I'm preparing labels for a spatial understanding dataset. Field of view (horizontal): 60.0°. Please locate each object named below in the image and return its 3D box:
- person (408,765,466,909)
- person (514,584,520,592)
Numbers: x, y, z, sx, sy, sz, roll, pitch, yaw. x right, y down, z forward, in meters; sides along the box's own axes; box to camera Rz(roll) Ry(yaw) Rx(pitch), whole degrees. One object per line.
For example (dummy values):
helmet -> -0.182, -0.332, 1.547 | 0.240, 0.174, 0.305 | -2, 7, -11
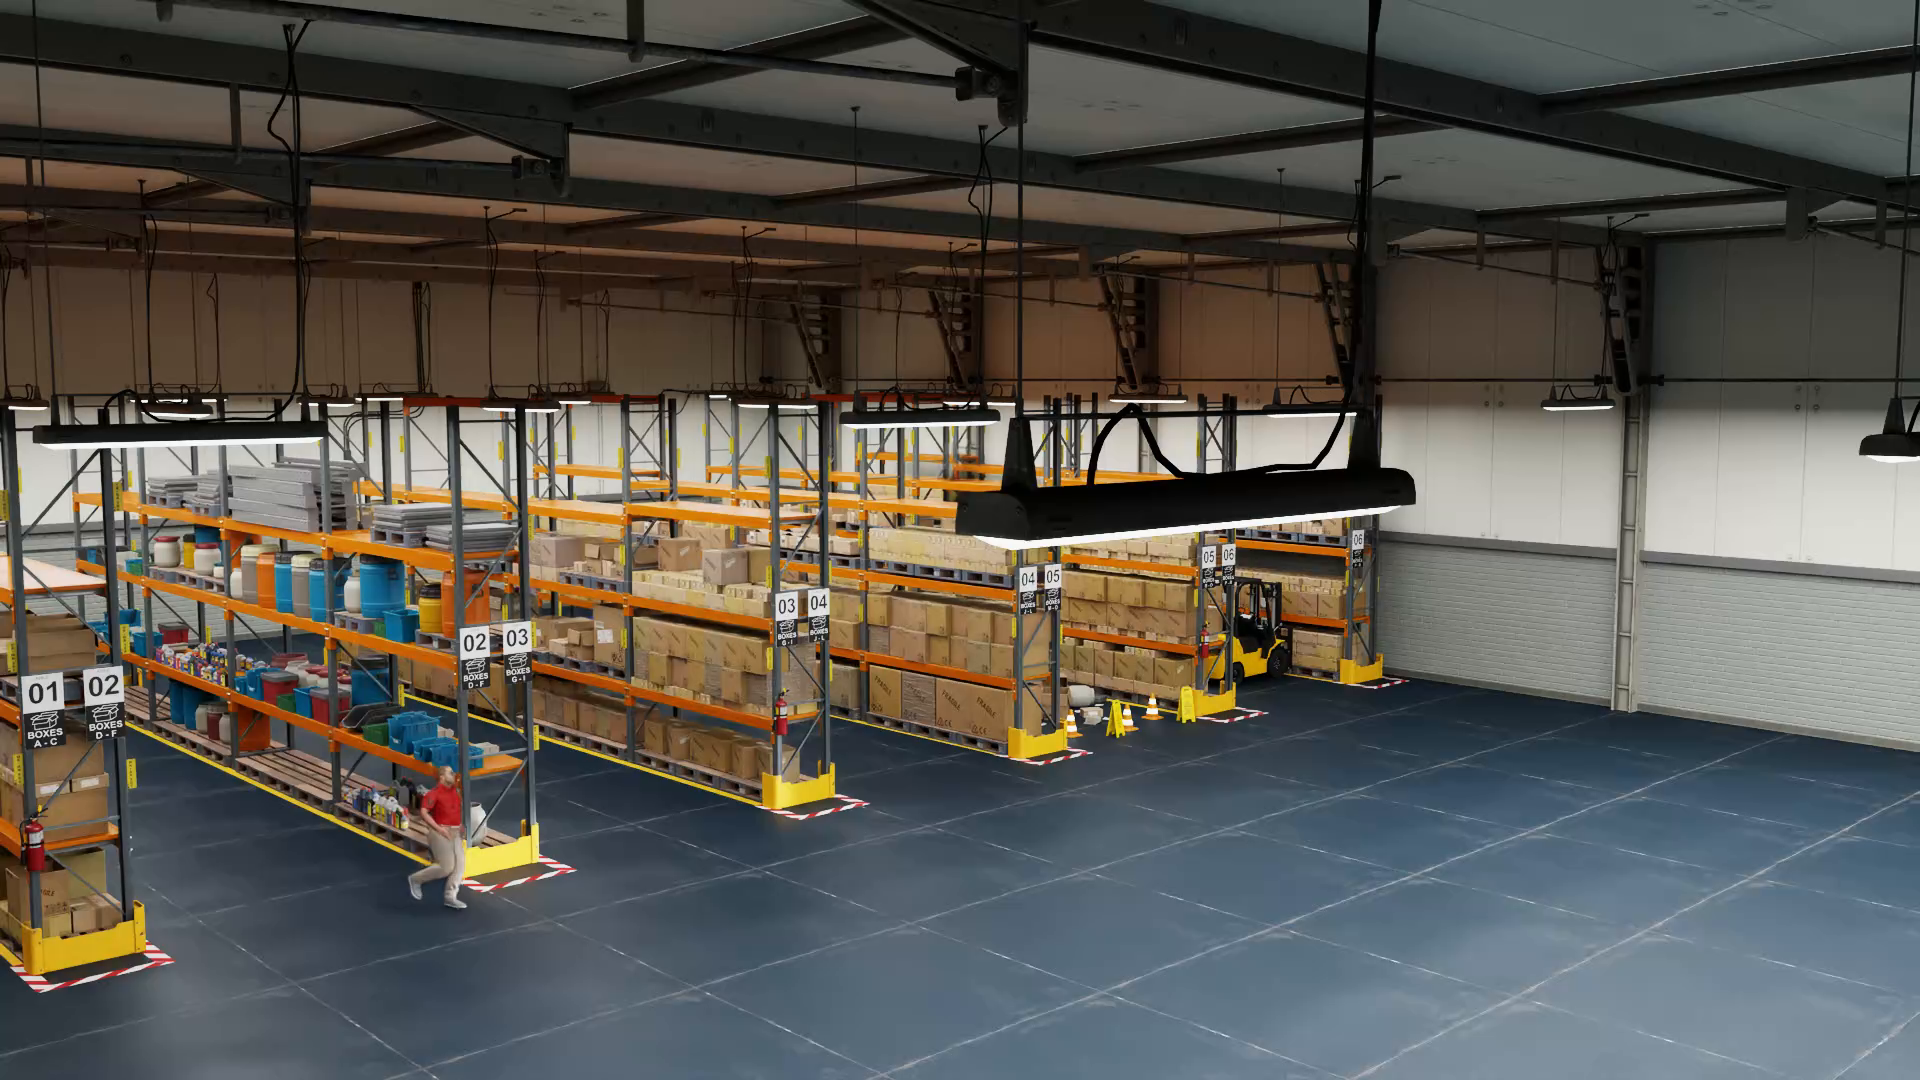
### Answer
person -> -6.223, 3.562, 20.117 | 0.745, 1.663, 0.712 | 1, 6, 13
person -> -10.790, 1.592, 40.337 | 0.751, 1.742, 0.665 | 4, 7, 36
